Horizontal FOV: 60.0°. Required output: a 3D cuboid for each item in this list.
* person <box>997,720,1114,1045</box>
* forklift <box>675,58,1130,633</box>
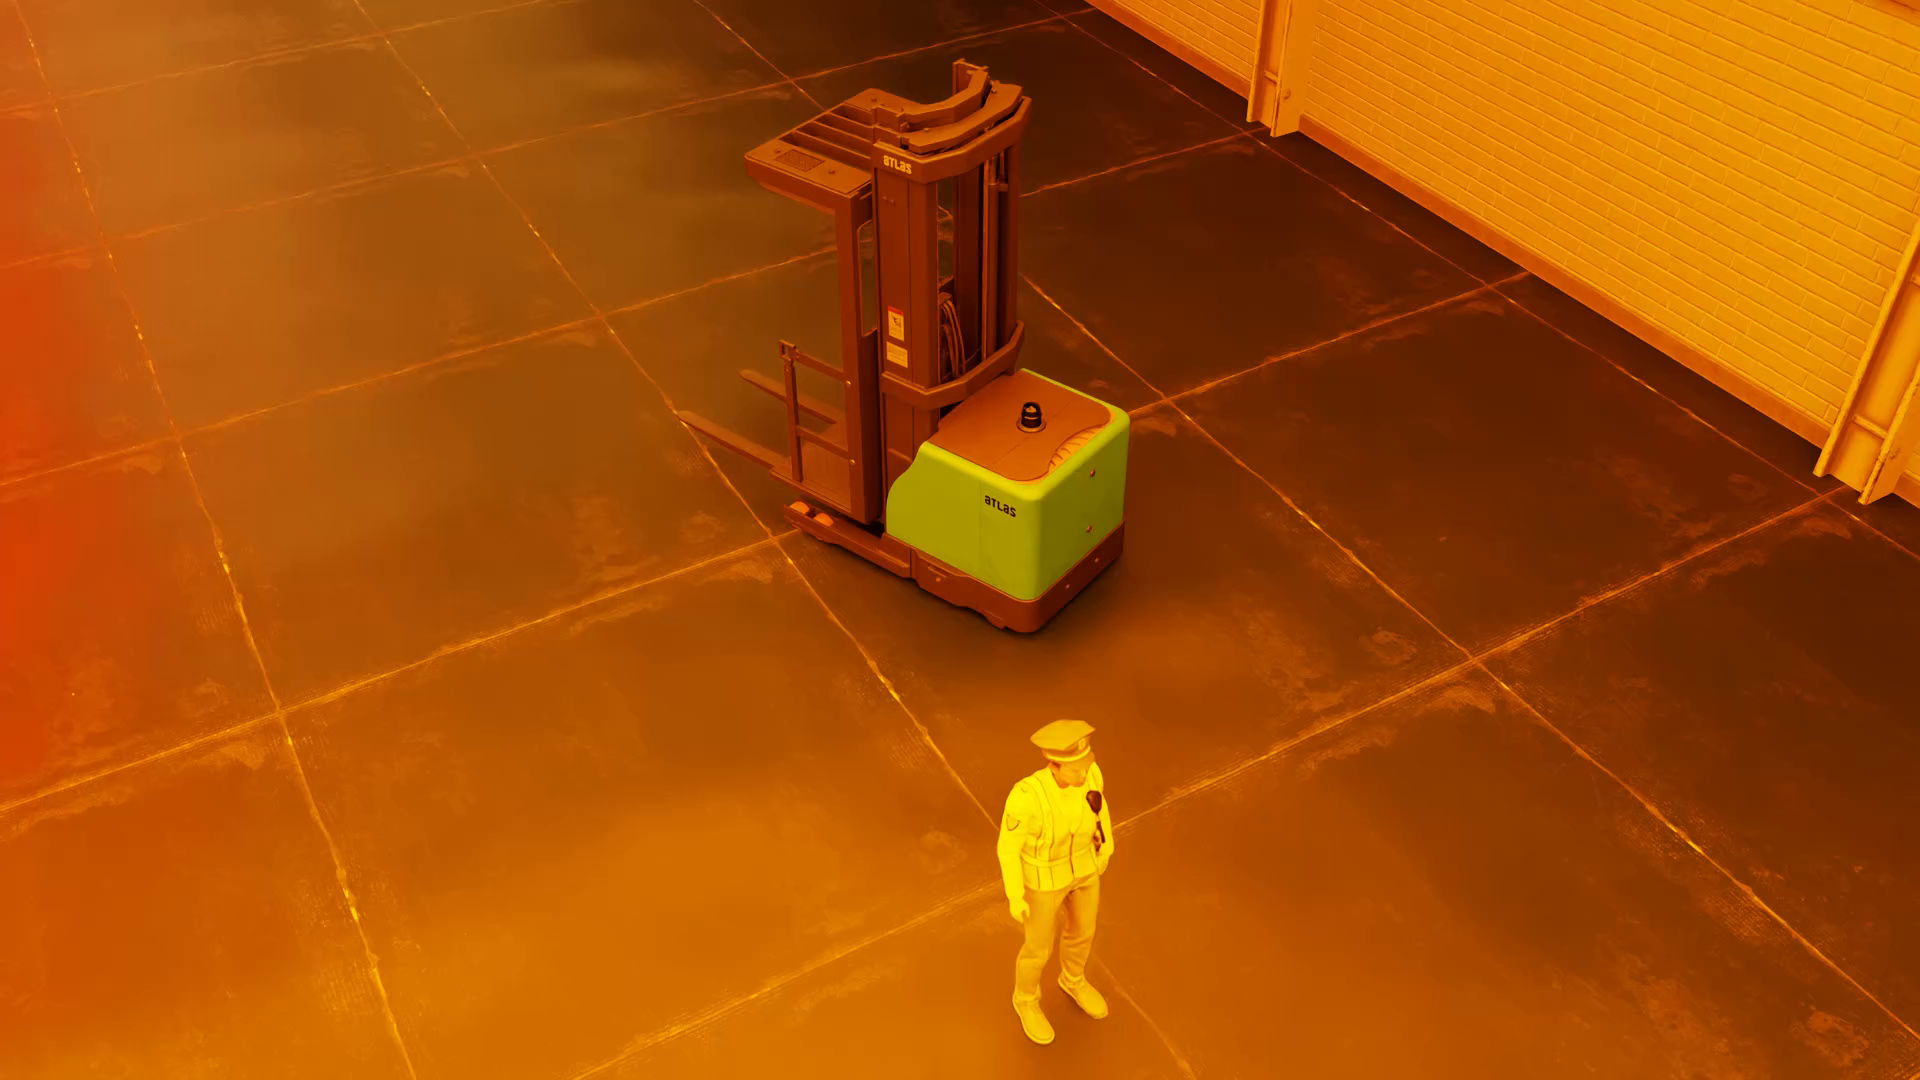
[{"bbox_3d":[0.450,1.475,7.242,0.569,1.710,0.444,-21,44,-23],"label":"person"},{"bbox_3d":[-0.481,-1.366,9.683,3.031,2.935,1.130,26,46,28],"label":"forklift"}]
